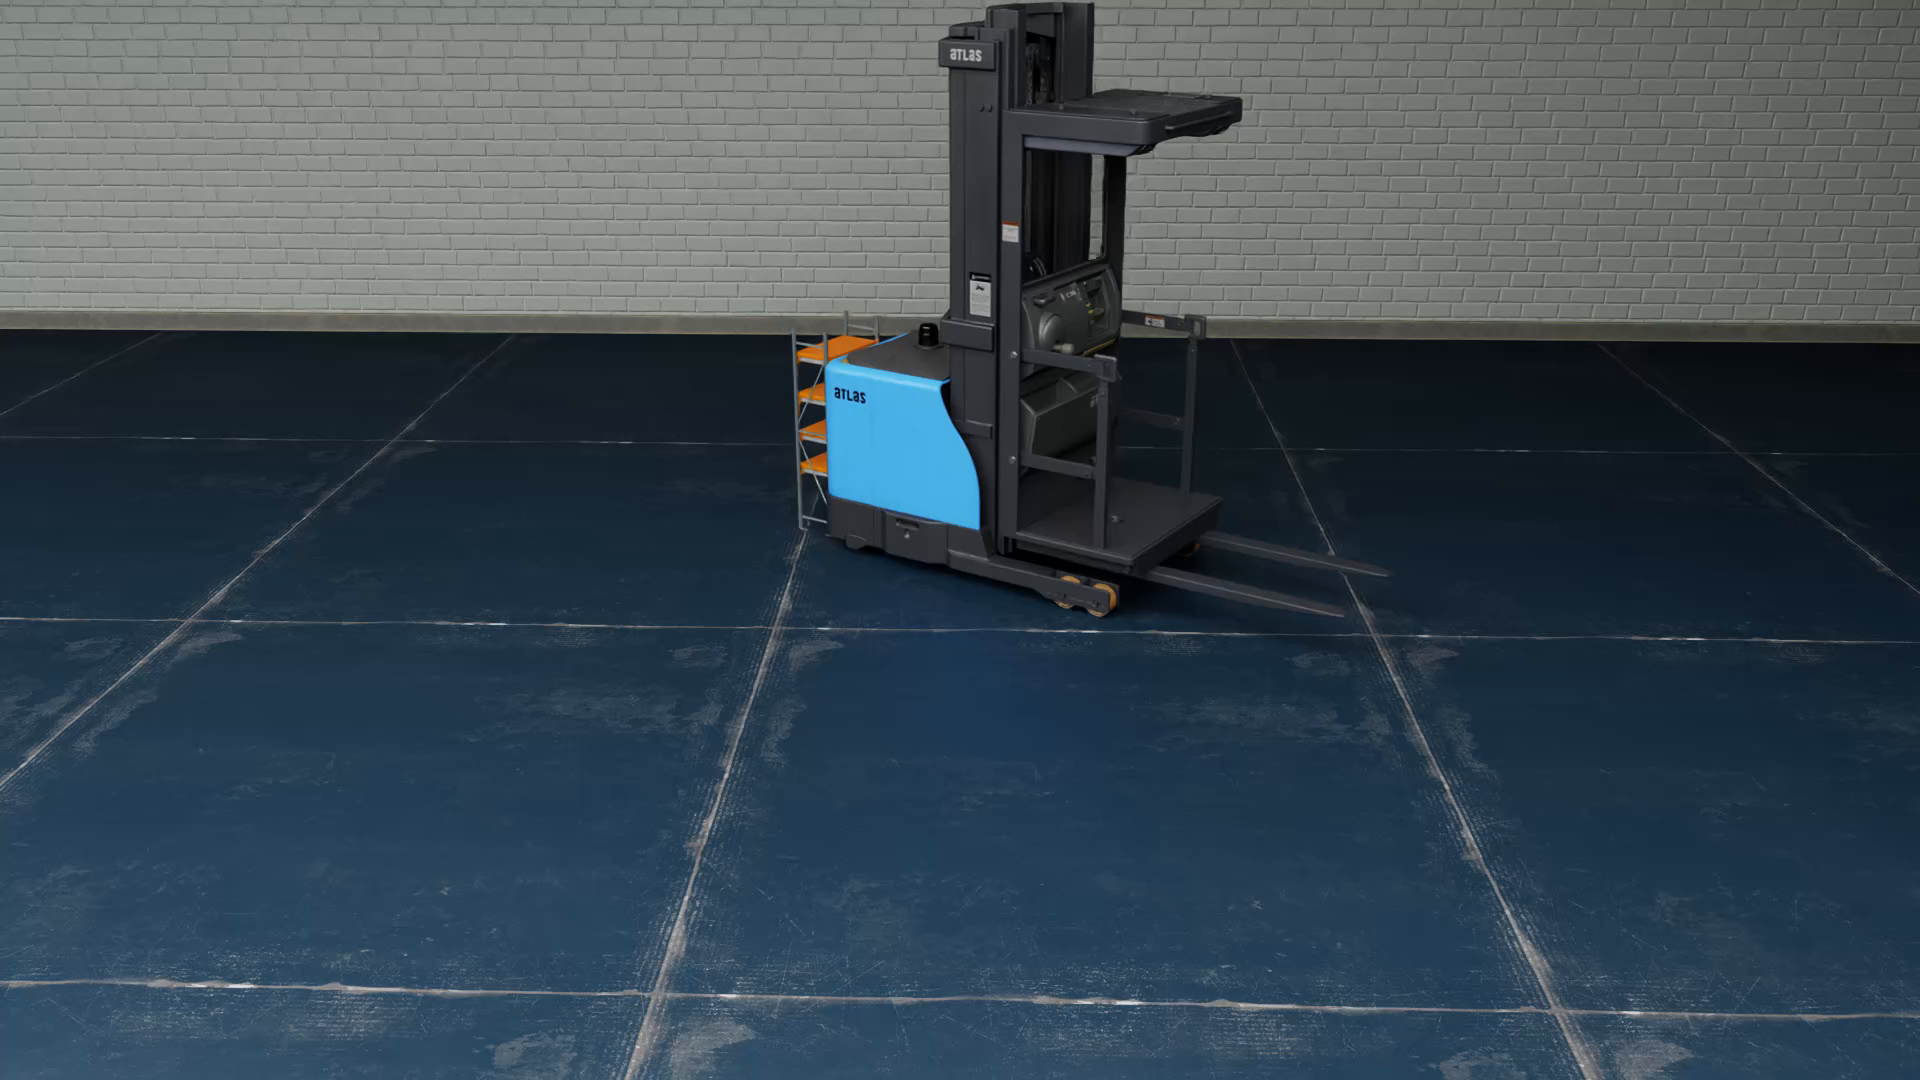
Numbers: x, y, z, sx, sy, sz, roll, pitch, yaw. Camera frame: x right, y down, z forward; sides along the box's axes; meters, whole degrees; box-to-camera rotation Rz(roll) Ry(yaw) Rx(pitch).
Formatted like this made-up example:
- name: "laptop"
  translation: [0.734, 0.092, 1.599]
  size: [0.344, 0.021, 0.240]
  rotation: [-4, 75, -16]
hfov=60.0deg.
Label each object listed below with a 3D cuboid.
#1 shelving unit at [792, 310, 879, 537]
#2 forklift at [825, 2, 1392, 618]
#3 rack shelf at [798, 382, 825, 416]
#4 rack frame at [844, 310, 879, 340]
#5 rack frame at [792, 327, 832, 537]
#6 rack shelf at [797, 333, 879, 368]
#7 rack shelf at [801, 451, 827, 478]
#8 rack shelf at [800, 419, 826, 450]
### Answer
- name: "shelving unit"
  translation: [-0.701, -0.675, 9.610]
  size: [0.258, 1.200, 0.503]
  rotation: [13, 25, 30]
- name: "forklift"
  translation: [0.758, -1.193, 8.551]
  size: [3.031, 2.935, 1.130]
  rotation: [13, 25, 31]
- name: "rack shelf"
  translation: [-0.701, -0.821, 9.554]
  size: [0.258, 0.148, 0.480]
  rotation: [13, 25, 30]
- name: "rack frame"
  translation: [-0.569, -0.749, 9.801]
  size: [0.240, 1.200, 0.015]
  rotation: [13, 25, 30]
- name: "rack frame"
  translation: [-0.833, -0.601, 9.419]
  size: [0.240, 1.200, 0.015]
  rotation: [13, 25, 30]
- name: "rack shelf"
  translation: [-0.701, -1.041, 9.468]
  size: [0.258, 0.148, 0.480]
  rotation: [13, 25, 30]
- name: "rack shelf"
  translation: [-0.701, -0.427, 9.706]
  size: [0.258, 0.148, 0.480]
  rotation: [13, 25, 30]
- name: "rack shelf"
  translation: [-0.701, -0.612, 9.635]
  size: [0.258, 0.148, 0.480]
  rotation: [13, 25, 30]
